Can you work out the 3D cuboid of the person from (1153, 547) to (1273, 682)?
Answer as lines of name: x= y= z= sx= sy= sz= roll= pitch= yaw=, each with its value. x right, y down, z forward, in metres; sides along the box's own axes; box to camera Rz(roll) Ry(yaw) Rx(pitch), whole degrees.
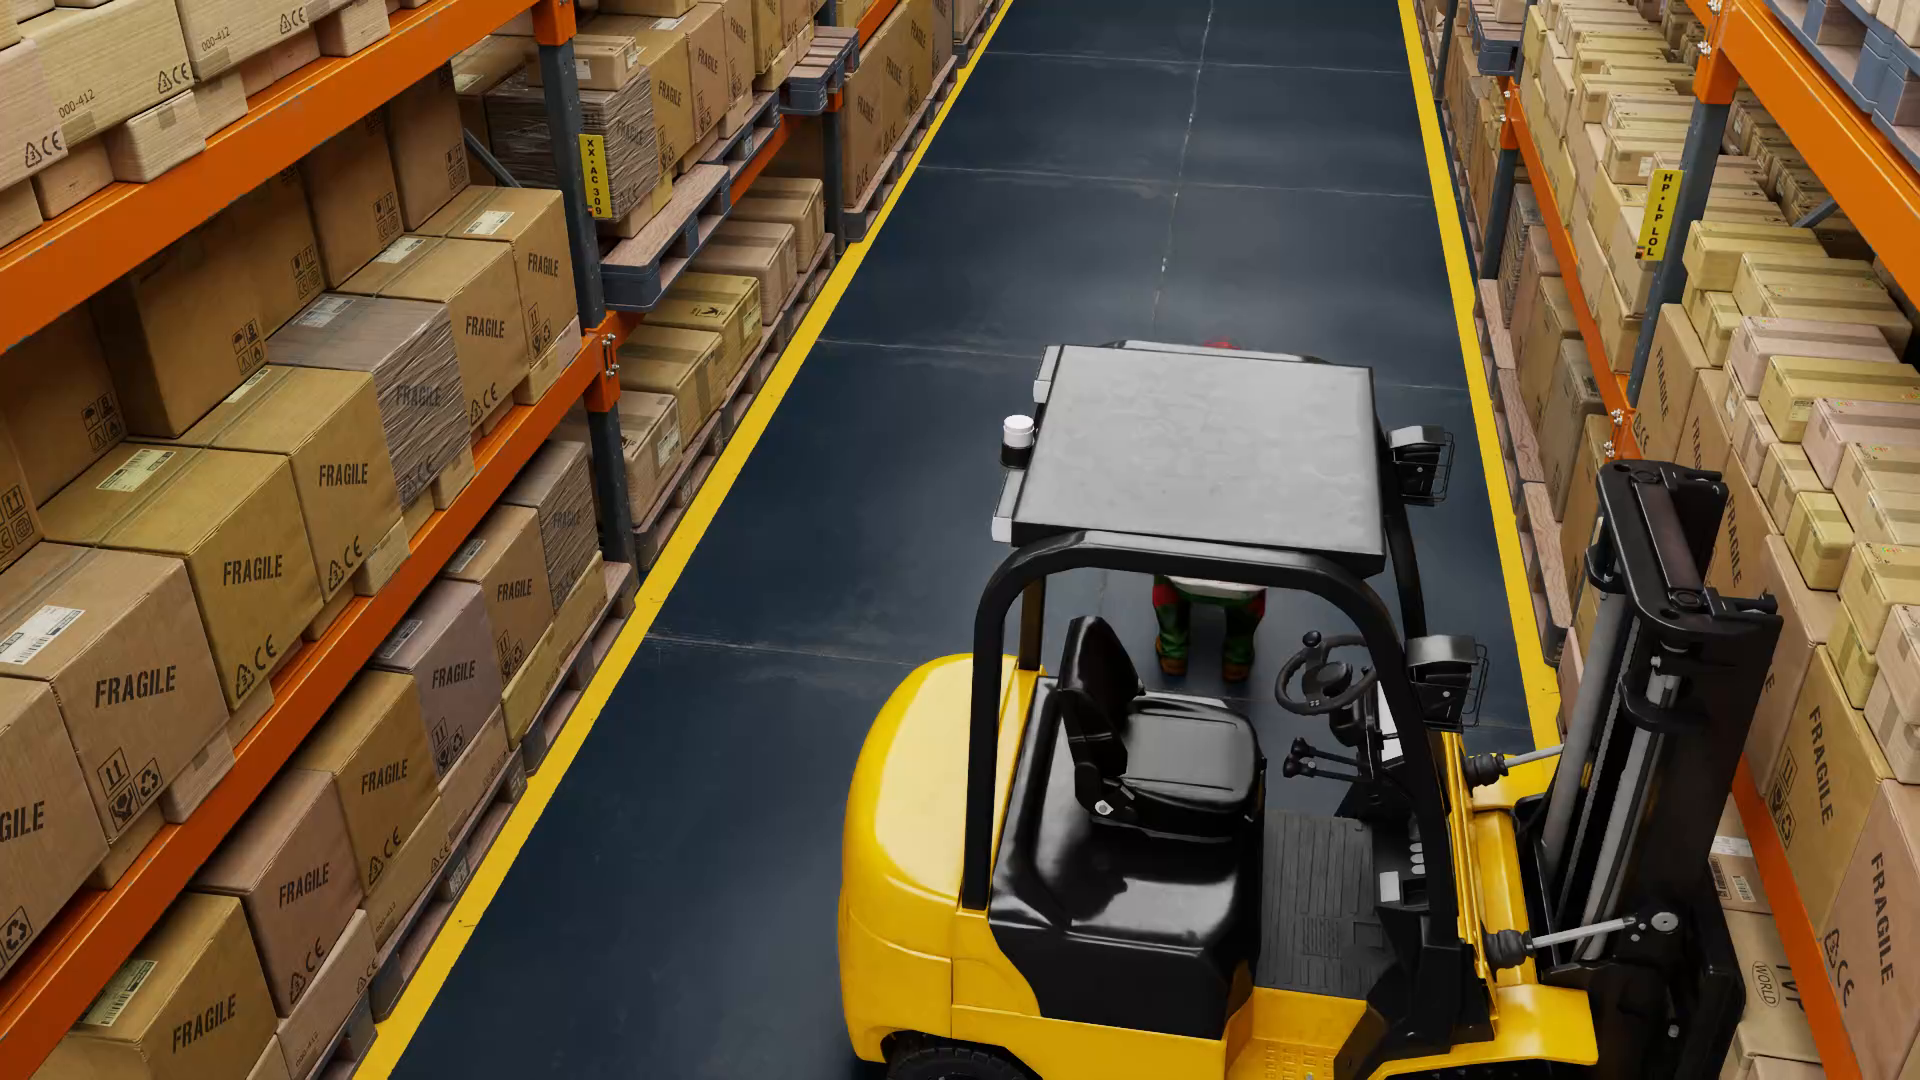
person: x=1.044 y=0.012 z=6.853 sx=0.534 sy=0.990 sz=0.911 roll=4 pitch=32 yaw=7
